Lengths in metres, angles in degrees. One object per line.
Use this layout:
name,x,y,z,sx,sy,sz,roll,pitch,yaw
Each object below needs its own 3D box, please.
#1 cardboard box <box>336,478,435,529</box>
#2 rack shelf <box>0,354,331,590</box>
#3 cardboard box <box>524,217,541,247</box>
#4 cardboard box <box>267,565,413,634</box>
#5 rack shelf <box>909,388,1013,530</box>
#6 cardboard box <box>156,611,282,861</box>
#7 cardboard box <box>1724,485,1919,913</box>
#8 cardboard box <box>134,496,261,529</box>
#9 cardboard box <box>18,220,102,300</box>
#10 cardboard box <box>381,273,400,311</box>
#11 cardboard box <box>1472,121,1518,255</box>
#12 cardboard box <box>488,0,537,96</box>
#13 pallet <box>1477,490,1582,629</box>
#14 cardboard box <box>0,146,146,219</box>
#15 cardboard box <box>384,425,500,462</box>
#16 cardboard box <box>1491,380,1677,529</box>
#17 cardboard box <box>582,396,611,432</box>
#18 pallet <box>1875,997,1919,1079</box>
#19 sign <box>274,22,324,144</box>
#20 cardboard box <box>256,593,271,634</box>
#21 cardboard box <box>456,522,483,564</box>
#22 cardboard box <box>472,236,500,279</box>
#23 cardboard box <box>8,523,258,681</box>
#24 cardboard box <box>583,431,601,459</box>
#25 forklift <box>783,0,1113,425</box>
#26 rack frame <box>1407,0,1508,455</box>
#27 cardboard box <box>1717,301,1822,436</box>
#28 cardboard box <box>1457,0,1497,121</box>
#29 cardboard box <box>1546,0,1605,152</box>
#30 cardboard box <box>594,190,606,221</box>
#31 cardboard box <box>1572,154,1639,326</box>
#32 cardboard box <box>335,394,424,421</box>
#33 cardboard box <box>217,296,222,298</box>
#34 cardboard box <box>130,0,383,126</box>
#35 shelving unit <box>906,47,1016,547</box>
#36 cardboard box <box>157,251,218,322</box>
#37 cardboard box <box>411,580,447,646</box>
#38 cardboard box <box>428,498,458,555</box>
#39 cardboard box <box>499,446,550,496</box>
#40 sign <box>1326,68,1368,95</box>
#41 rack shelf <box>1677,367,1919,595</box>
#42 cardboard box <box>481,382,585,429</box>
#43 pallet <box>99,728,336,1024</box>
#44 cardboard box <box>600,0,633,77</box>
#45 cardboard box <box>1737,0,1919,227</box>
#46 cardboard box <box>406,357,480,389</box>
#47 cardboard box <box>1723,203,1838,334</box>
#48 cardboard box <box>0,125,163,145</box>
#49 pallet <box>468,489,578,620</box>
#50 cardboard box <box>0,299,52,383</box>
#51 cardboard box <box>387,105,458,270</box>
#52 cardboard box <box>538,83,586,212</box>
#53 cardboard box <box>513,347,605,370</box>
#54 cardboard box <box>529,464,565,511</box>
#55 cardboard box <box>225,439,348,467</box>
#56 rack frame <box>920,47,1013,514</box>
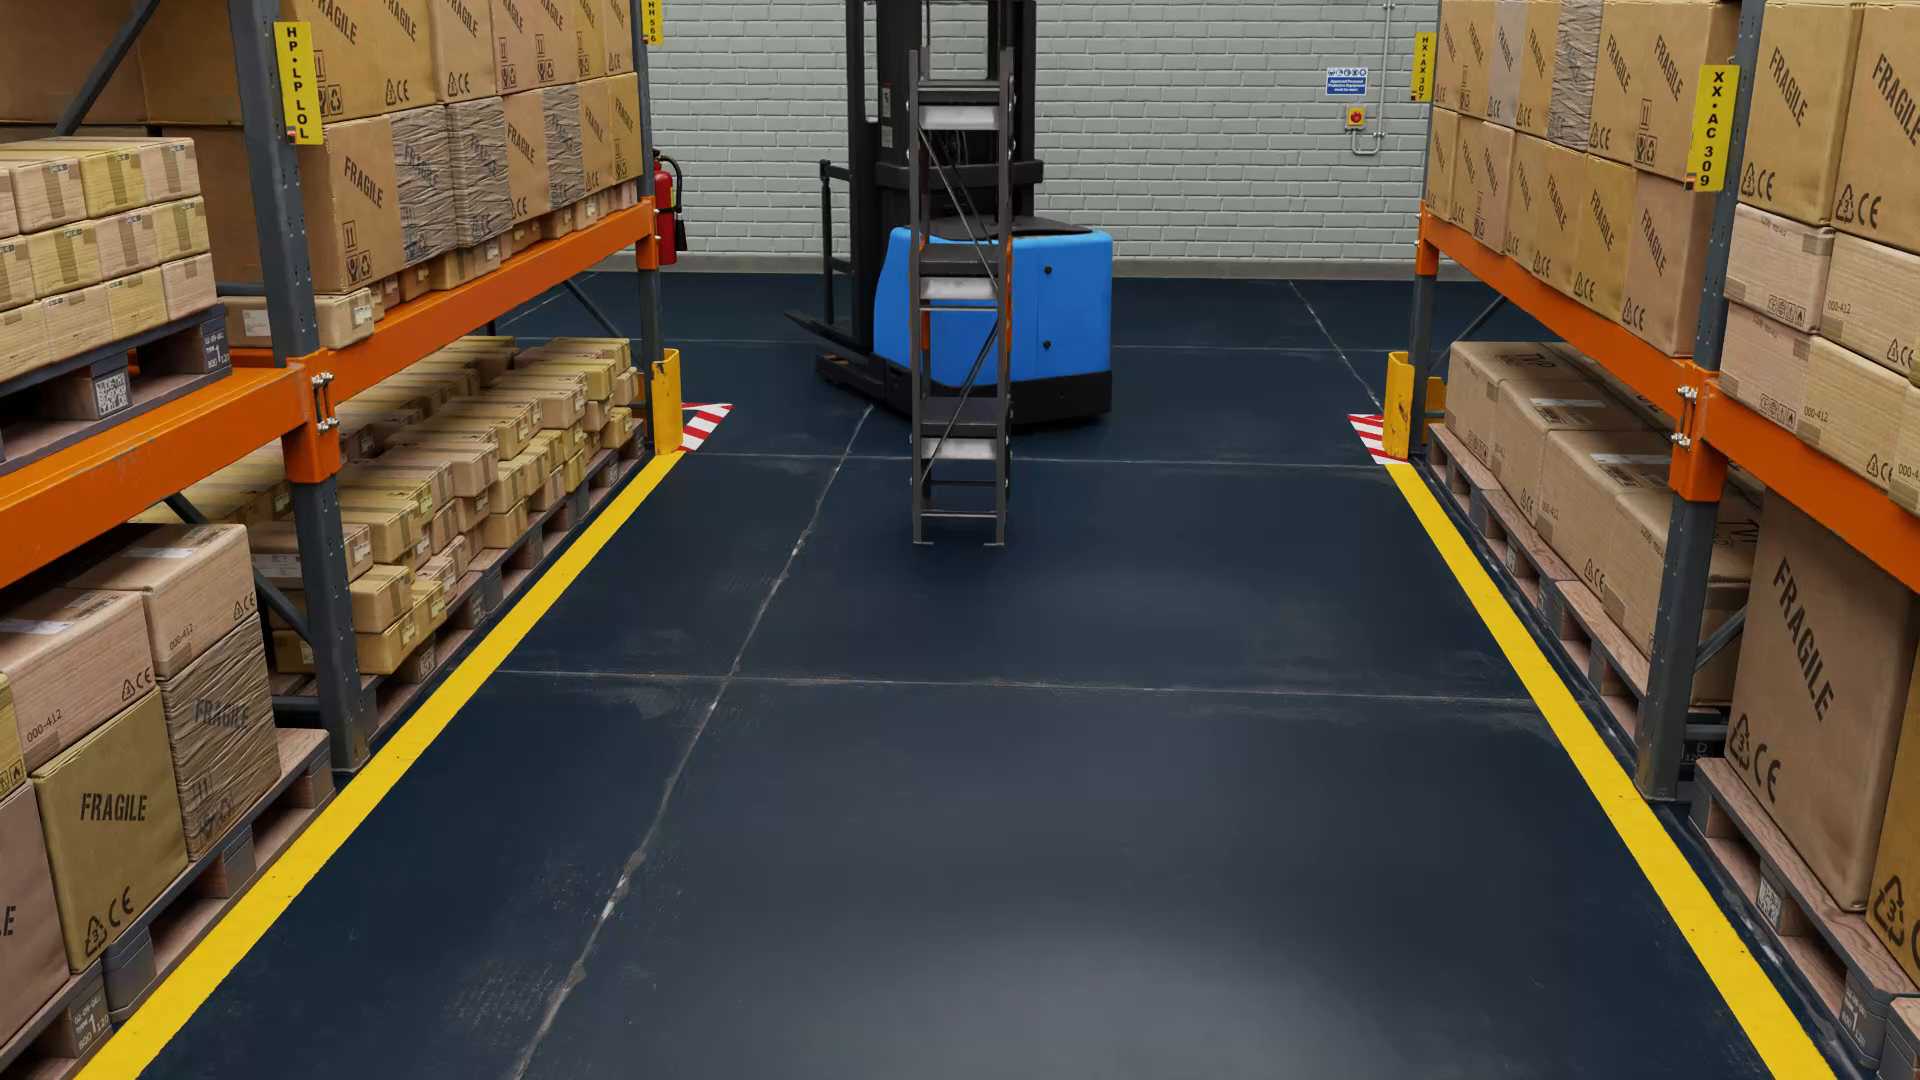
cardboard box,-2.099,-0.114,5.902,0.380,0.149,0.250,1,18,3
rack shelf,-2.522,0.243,3.020,1.077,0.370,4.000,1,18,4
cardboard box,-2.013,-1.338,7.091,0.380,0.149,0.250,1,18,2
cardboard box,-2.033,0.188,5.458,0.380,0.149,0.250,2,18,6
rack shelf,0.012,-0.371,7.475,0.431,0.518,0.480,1,18,4
cardboard box,-2.180,0.503,4.409,0.500,0.500,0.500,1,18,3
cardboard box,2.601,0.363,4.235,0.875,0.875,0.875,2,18,6
cardboard box,-2.634,-0.044,5.690,0.380,0.149,0.250,2,18,5
cardboard box,-2.248,-0.655,3.856,0.380,0.149,0.250,2,18,6
cardboard box,-2.121,-0.847,5.596,0.380,0.149,0.250,0,18,1
cardboard box,2.469,-1.473,6.941,0.500,0.500,0.500,1,18,4
cardboard box,-1.976,-1.996,6.452,0.500,0.500,0.500,1,18,2
pallet,2.783,0.070,6.872,1.003,0.211,1.213,1,18,4
cardboard box,-2.231,-0.871,4.037,0.380,0.149,0.250,1,18,2
cardboard box,-2.066,-0.359,6.651,0.380,0.149,0.250,1,18,2
cardboard box,2.848,-0.374,7.187,0.875,0.438,0.875,2,18,5
cardboard box,-1.880,-0.617,7.915,0.380,0.149,0.250,1,18,2
pallet,2.501,1.305,3.101,1.003,0.211,1.213,1,18,4
sign,-1.825,-1.259,4.589,0.100,0.325,0.005,1,18,4
cardboard box,-2.588,0.227,5.818,0.380,0.149,0.250,2,18,5
cardboard box,-2.094,0.004,6.499,0.380,0.149,0.250,1,18,2
cardboard box,-1.986,-1.092,6.341,0.380,0.149,0.250,2,18,6
cardboard box,-2.180,0.149,4.288,0.500,0.250,0.500,1,18,2
cardboard box,-1.944,-0.477,7.966,0.380,0.149,0.250,1,18,4
forklift,-0.255,-2.397,10.032,1.130,2.935,3.031,-9,20,-25
rack frame,2.853,-1.884,8.354,1.000,3.000,0.127,1,18,4
cardboard box,2.271,-0.439,4.187,0.500,0.250,0.500,1,18,3
cardboard box,2.504,-2.103,7.257,0.500,0.500,0.500,1,18,2
cardboard box,2.396,-1.632,5.821,0.500,0.500,0.500,2,18,5
cardboard box,-1.891,-1.581,7.834,0.380,0.149,0.250,1,18,3
cardboard box,2.376,-0.998,5.492,0.500,0.500,0.500,1,18,3
cardboard box,-2.543,-0.526,7.159,0.380,0.149,0.250,2,18,5
cardboard box,-2.603,-0.859,5.631,0.380,0.149,0.250,2,18,6
cardboard box,-2.103,-1.519,4.998,0.500,0.500,0.500,2,18,5
shelving unit,0.012,-1.049,7.253,0.431,2.100,0.503,1,18,4
cardboard box,-2.209,-0.673,4.388,0.380,0.149,0.250,1,18,3
cardboard box,-2.013,0.246,5.758,0.380,0.149,0.250,2,18,6
cardboard box,-2.101,-0.053,6.193,0.380,0.149,0.250,0,18,1
cardboard box,-1.934,-0.291,6.919,0.380,0.149,0.250,1,18,4
sign,3.190,-3.784,13.719,0.327,0.218,0.001,1,18,4
rack shelf,2.423,0.322,2.779,1.077,0.370,4.000,1,18,4
cardboard box,-1.890,-0.596,7.374,0.380,0.149,0.250,2,18,6
pallet,-2.433,0.847,4.500,1.003,0.211,1.213,1,18,4
cardboard box,-1.876,-2.479,7.927,0.500,0.500,0.500,1,18,3
cardboard box,2.248,-1.034,3.994,0.500,0.500,0.500,1,18,5
cardboard box,-2.514,-0.771,7.908,0.380,0.149,0.250,1,18,4
cardboard box,2.253,-0.677,4.110,0.500,0.250,0.500,1,18,2
cardboard box,-2.626,-1.066,5.220,0.500,0.500,0.500,1,18,4
pallet,-2.281,0.016,7.037,1.003,0.211,1.213,1,18,4
cardboard box,-2.266,-0.437,3.668,0.380,0.149,0.250,0,18,1
cardboard box,-2.063,-1.211,5.664,0.500,0.500,0.500,1,18,4
cardboard box,-1.936,-1.689,7.121,0.500,0.500,0.500,1,18,4
cardboard box,-1.952,-0.843,8.128,0.380,0.149,0.250,2,18,5
cardboard box,-1.944,-0.235,7.227,0.380,0.149,0.250,2,18,5
cardboard box,-2.599,-0.287,6.430,0.380,0.149,0.250,0,18,1
rack frame,0.029,-1.125,7.484,0.400,2.100,0.015,1,18,4
